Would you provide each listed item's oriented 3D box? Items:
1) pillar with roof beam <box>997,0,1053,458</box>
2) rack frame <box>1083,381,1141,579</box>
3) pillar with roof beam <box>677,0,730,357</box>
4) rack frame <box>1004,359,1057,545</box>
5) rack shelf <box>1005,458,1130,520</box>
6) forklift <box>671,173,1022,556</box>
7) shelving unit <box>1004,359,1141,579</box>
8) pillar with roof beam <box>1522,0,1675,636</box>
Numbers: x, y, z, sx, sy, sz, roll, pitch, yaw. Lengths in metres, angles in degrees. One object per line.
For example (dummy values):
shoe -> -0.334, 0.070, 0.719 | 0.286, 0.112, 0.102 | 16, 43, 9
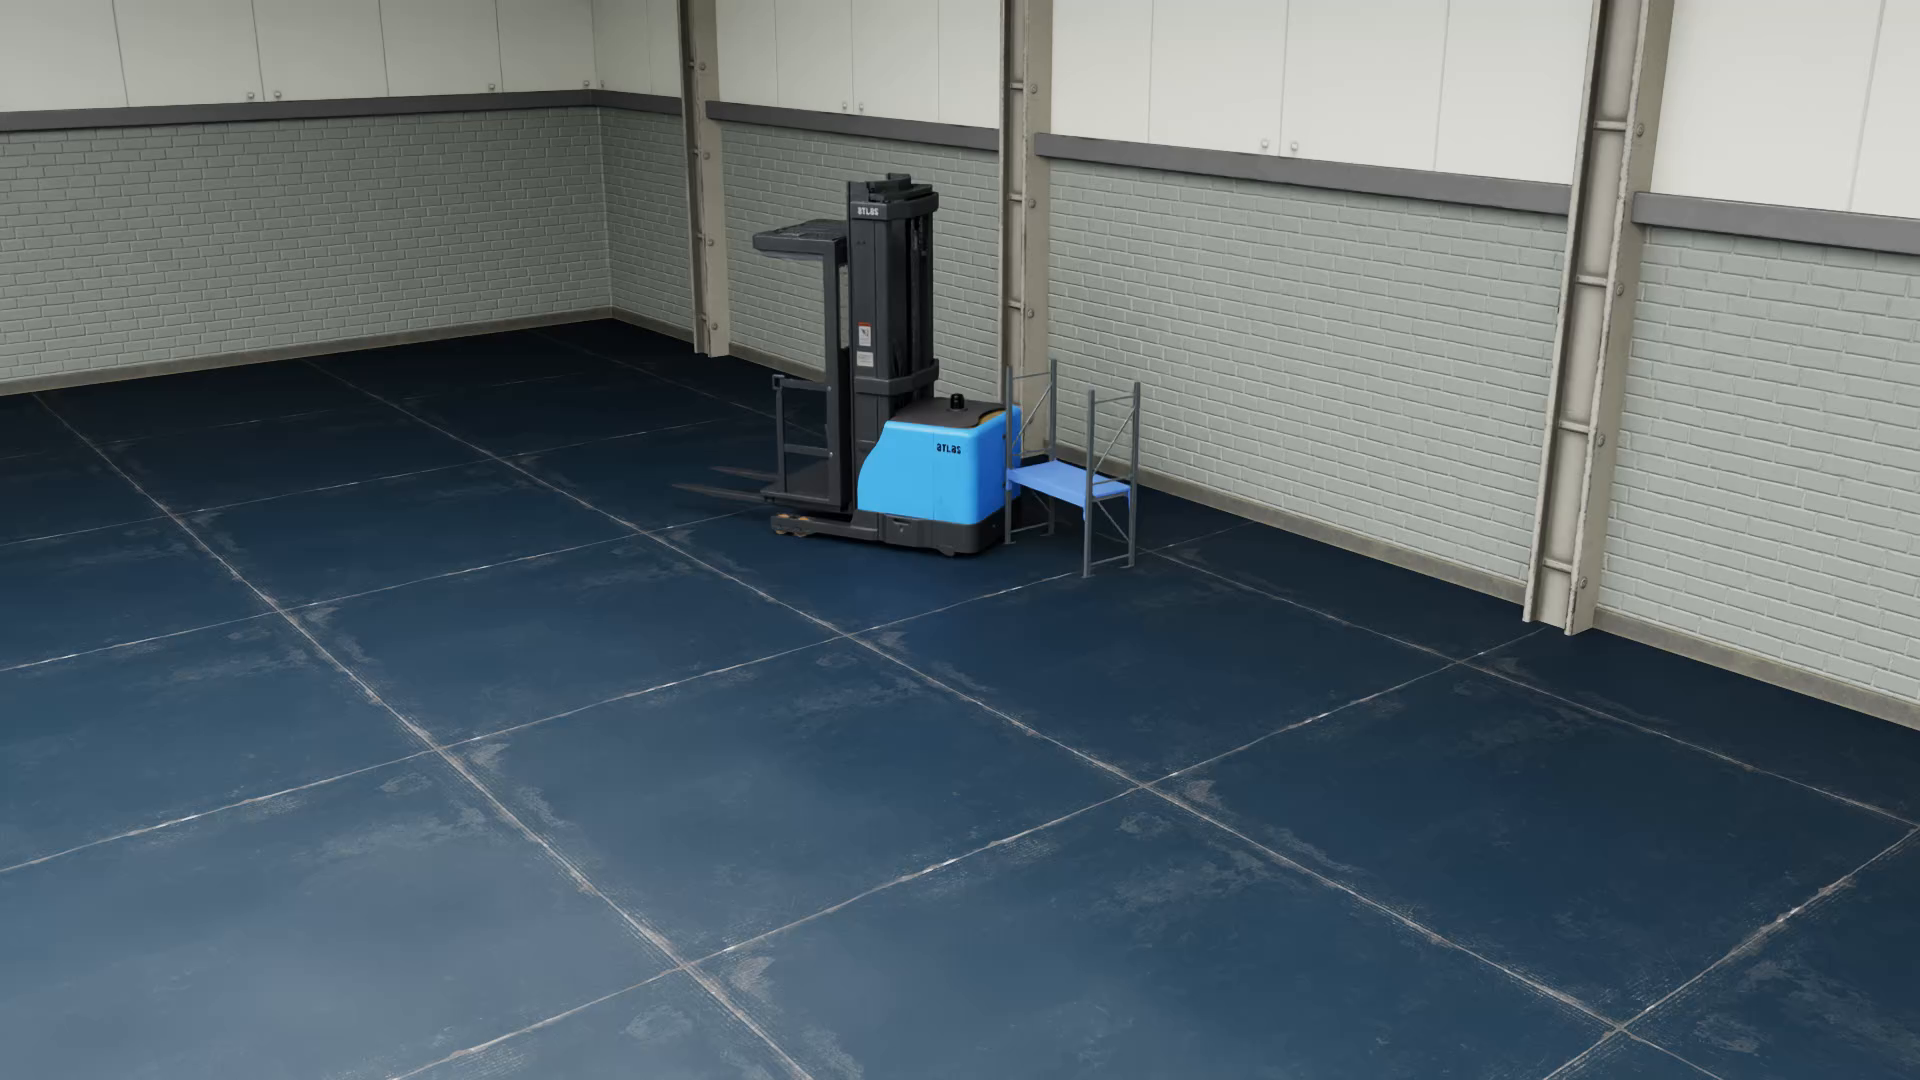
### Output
pillar with roof beam -> -2.767, -4.308, 12.557 | 9.100, 9.000, 0.400 | -14, 23, -36
rack frame -> 1.174, -0.457, 12.857 | 0.500, 1.500, 0.032 | -13, 22, -34
pillar with roof beam -> -6.493, -5.786, 17.022 | 9.100, 9.000, 0.400 | -14, 23, -36
rack frame -> 0.580, -0.717, 13.640 | 0.500, 1.500, 0.032 | -13, 22, -34
rack shelf -> 0.877, -0.416, 13.305 | 0.538, 0.185, 1.000 | -13, 22, -34
forklift -> -1.032, -1.555, 13.895 | 3.031, 2.935, 1.130 | 8, 20, 24
shelving unit -> 0.877, -0.587, 13.249 | 0.538, 1.500, 1.048 | -13, 22, -34
pillar with roof beam -> 0.958, -2.829, 8.092 | 9.100, 9.000, 0.400 | -14, 23, -36
